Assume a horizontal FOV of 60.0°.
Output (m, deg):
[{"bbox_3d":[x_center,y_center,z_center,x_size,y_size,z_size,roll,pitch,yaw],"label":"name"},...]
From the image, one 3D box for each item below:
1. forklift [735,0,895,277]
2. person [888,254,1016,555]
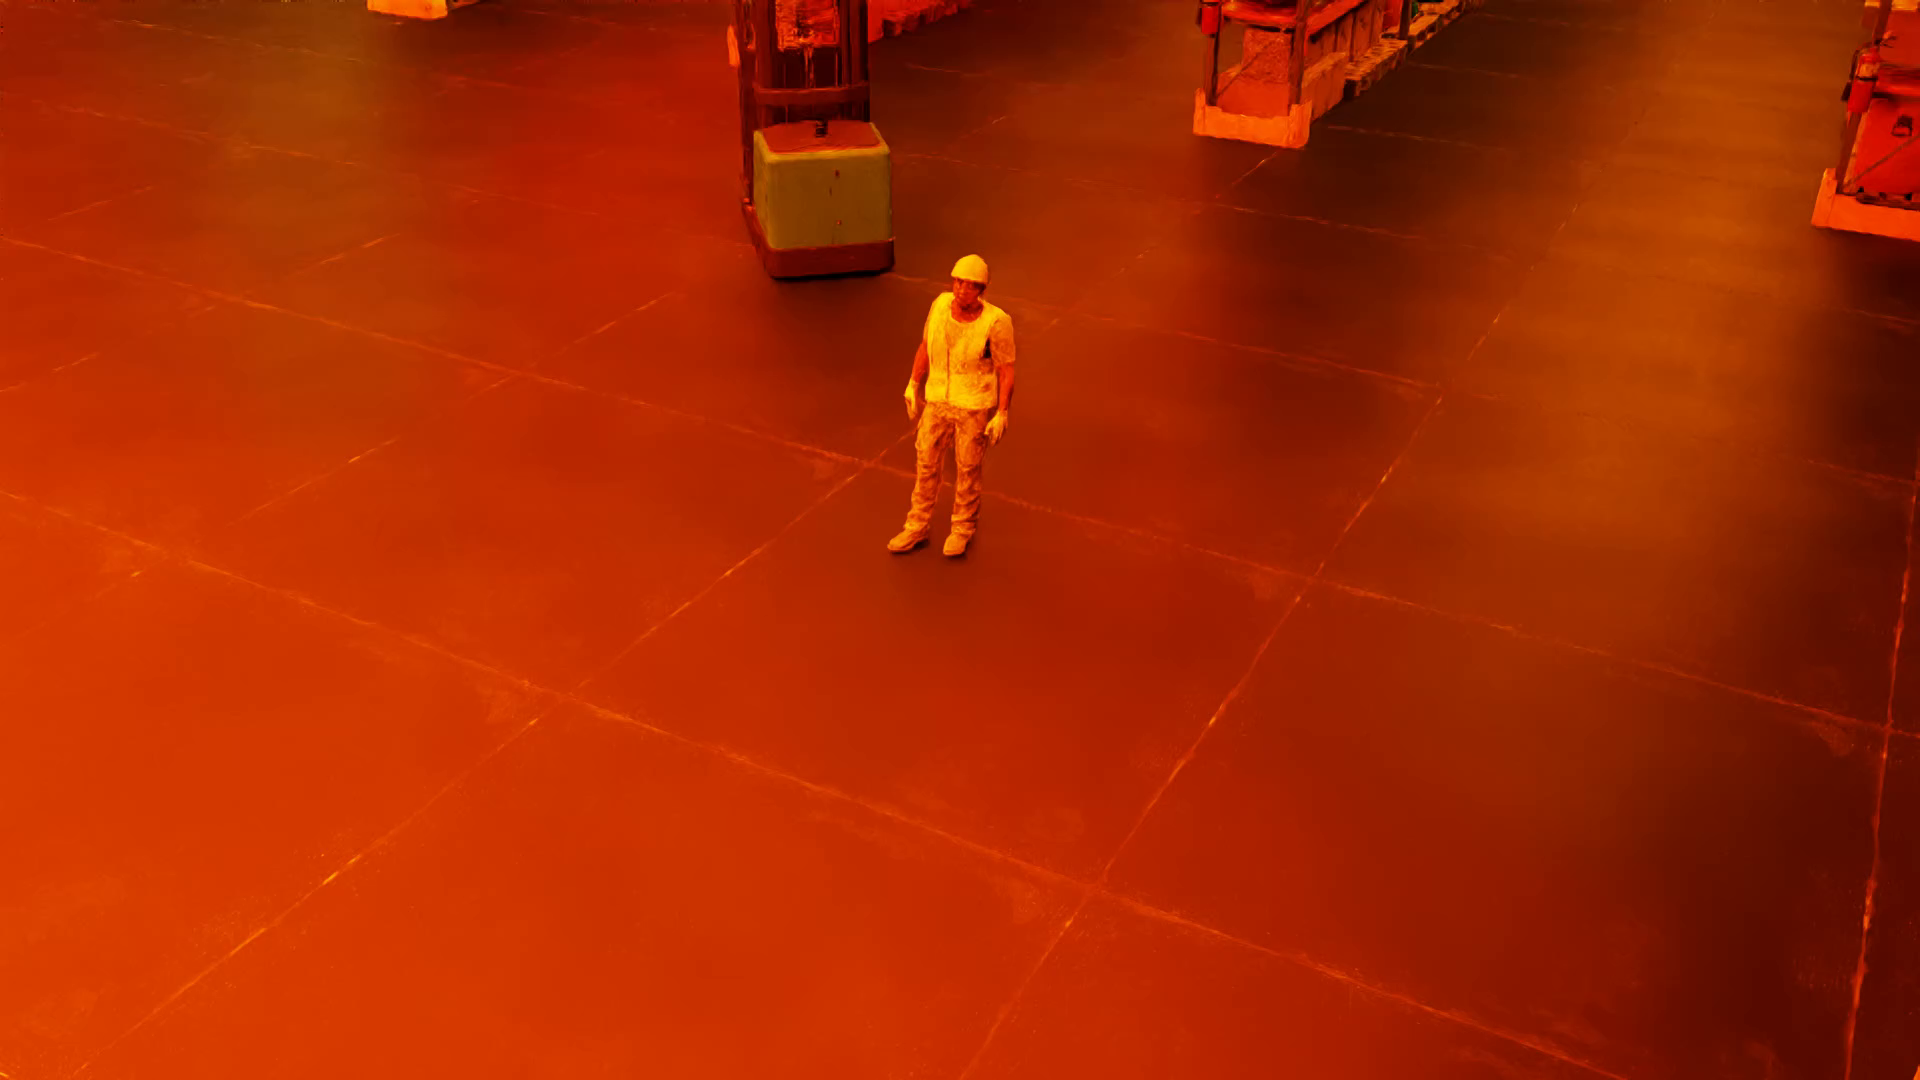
[{"bbox_3d":[-1.372,-4.140,14.243,1.130,2.935,3.031,-7,31,-11],"label":"forklift"},{"bbox_3d":[-0.042,-0.749,9.502,0.655,1.782,0.575,15,33,25],"label":"person"}]
